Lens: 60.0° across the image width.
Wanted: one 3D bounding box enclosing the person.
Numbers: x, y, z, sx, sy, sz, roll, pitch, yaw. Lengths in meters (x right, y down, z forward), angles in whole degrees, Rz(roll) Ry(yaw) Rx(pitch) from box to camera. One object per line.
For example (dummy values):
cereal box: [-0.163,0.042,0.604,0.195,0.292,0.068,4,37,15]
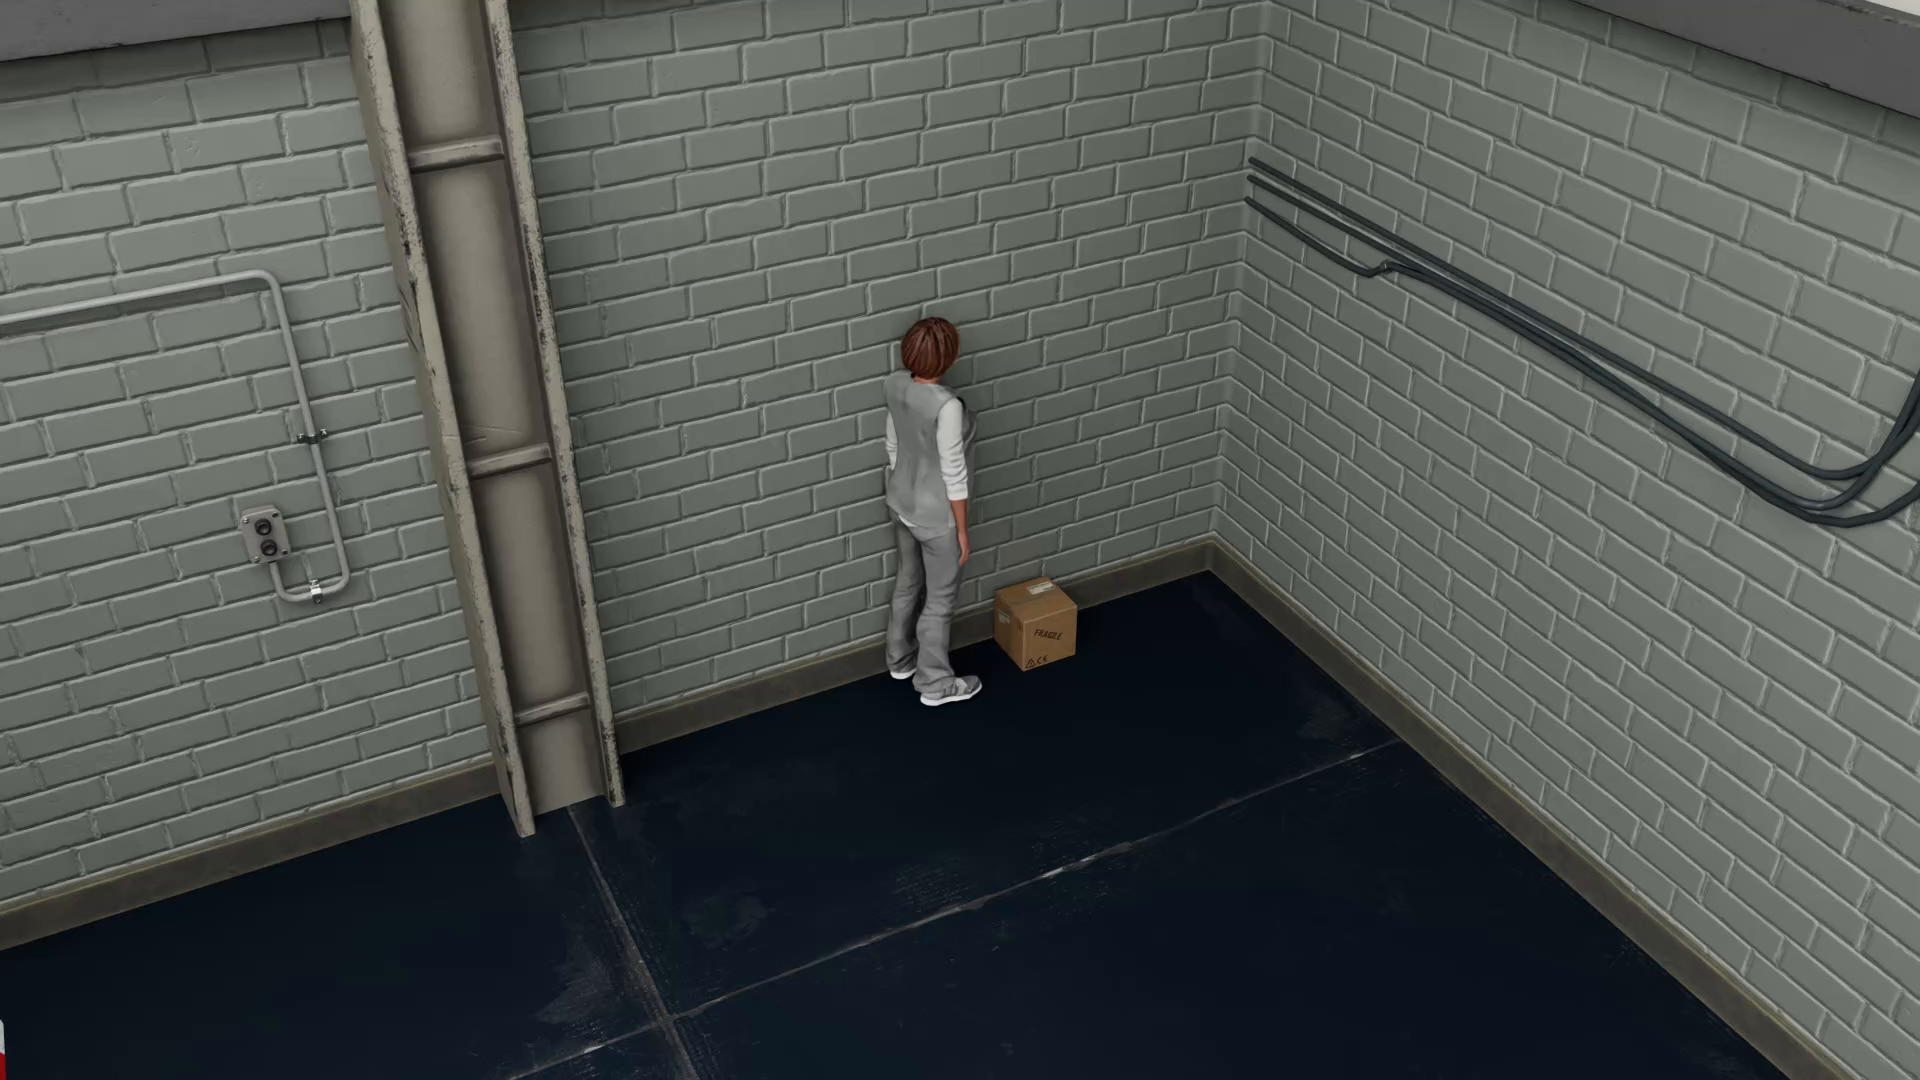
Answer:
person: [-0.110,-0.107,6.273,0.331,1.599,0.457,-21,39,-28]
